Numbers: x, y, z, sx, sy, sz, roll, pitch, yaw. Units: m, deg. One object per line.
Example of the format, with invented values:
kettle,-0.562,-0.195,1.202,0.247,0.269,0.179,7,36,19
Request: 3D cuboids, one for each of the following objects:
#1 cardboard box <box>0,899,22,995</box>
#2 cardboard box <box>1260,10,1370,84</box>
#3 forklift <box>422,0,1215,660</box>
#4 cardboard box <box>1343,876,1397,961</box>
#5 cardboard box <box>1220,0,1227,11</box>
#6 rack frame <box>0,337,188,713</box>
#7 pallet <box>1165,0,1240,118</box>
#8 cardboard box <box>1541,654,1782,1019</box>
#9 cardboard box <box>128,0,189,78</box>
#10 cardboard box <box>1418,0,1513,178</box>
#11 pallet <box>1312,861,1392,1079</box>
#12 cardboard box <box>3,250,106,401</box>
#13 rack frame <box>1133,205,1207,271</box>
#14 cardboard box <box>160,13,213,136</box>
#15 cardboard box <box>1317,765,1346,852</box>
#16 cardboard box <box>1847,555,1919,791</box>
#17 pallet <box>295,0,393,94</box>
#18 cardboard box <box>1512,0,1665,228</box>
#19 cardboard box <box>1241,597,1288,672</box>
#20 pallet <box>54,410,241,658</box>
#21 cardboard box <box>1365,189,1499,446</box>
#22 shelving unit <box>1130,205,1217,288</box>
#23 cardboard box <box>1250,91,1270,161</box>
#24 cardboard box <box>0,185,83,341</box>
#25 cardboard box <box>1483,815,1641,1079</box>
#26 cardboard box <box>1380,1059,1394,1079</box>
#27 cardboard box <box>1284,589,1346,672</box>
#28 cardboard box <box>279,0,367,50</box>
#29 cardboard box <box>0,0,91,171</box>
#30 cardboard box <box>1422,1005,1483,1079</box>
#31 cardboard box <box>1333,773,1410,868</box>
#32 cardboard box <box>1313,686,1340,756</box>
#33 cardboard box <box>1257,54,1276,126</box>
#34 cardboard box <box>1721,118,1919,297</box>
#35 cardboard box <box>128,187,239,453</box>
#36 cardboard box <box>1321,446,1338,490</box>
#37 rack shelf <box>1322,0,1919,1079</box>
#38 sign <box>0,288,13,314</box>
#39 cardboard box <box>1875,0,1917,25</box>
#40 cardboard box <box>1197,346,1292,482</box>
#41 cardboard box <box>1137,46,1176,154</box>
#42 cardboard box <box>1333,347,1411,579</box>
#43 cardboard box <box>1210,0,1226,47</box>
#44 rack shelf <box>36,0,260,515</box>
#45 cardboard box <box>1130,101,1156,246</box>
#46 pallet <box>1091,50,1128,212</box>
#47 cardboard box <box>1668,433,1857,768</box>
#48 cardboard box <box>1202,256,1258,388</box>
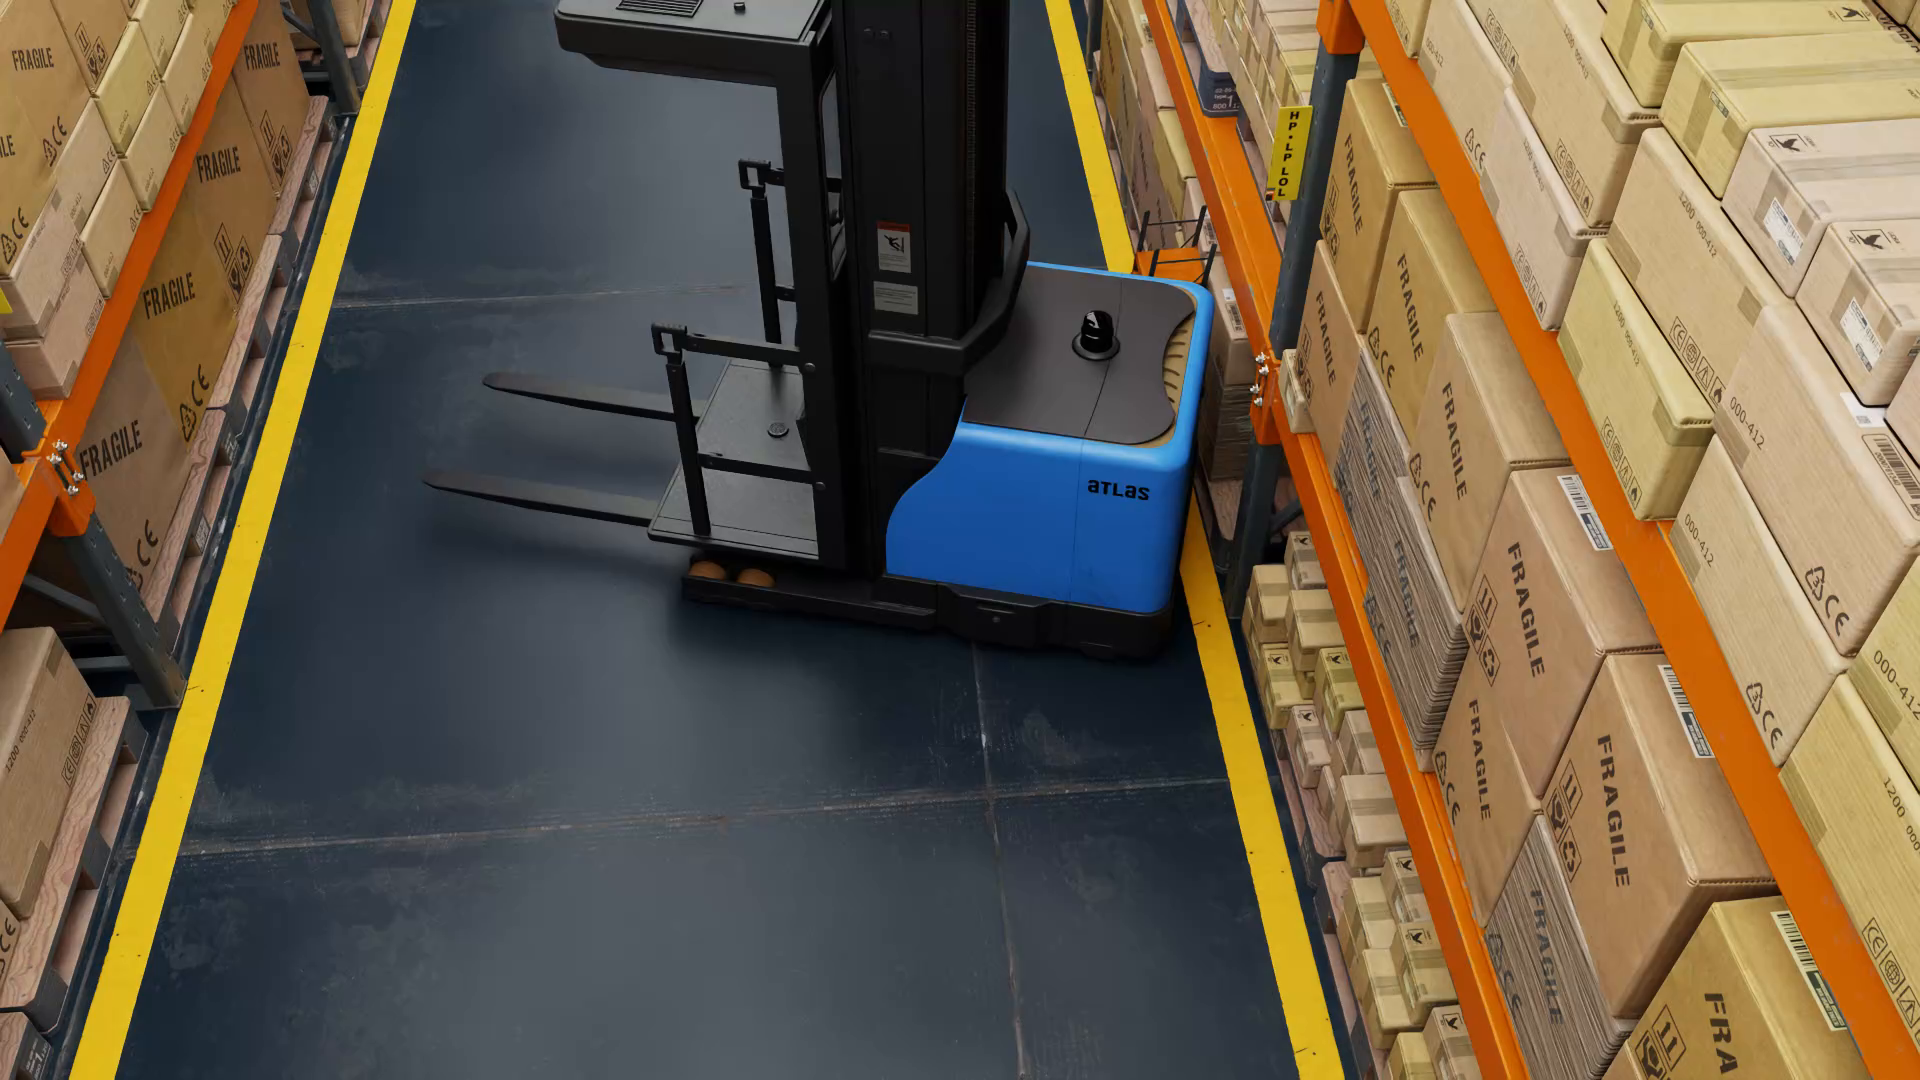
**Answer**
cardboard box,-3.367,1.427,4.808,0.875,0.438,0.875,-5,47,-4
cardboard box,1.265,-1.715,5.782,0.380,0.149,0.250,-5,47,-5
forklift,-0.611,-1.102,5.775,3.031,2.935,1.130,9,47,8
cardboard box,1.392,1.157,5.057,0.380,0.149,0.250,-4,47,-4
cardboard box,1.192,-2.182,6.429,0.380,0.149,0.250,-3,47,-3
rack frame,-3.388,-0.418,5.080,1.000,3.000,0.127,-3,47,-3
pallet,1.408,-2.190,6.891,1.003,0.211,1.213,-3,47,-3
cardboard box,1.490,0.563,3.188,0.500,0.500,0.500,-1,47,-1
cardboard box,-3.276,-1.982,6.320,0.500,0.250,0.500,-5,47,-4
cardboard box,1.363,-1.059,3.725,0.500,0.250,0.500,-4,47,-4
pallet,1.733,1.535,5.151,1.003,0.211,1.213,-3,47,-3
cardboard box,-3.162,-0.701,5.451,0.500,0.250,0.500,-4,47,-4
rack frame,0.793,-0.967,6.799,0.240,1.200,0.006,-6,62,-6
cardboard box,-3.267,-1.809,6.501,0.500,0.250,0.500,-4,47,-4
cardboard box,1.412,0.877,5.528,0.380,0.149,0.250,-4,47,-4
cardboard box,1.535,0.262,2.129,0.500,0.250,0.500,-5,47,-4
pallet,-3.787,-2.919,9.369,1.003,0.211,1.213,-3,47,-3
cardboard box,1.402,-0.856,3.187,0.500,0.250,0.500,-3,47,-3
cardboard box,1.246,0.327,6.049,0.380,0.149,0.250,-5,47,-5
pallet,-3.528,-0.013,6.617,1.003,0.211,1.213,-3,47,-3
cardboard box,1.389,-0.557,4.249,0.500,0.500,0.500,-5,47,-4
shelving unit,0.805,-0.887,6.757,0.258,1.200,0.189,-6,62,-6
cardboard box,1.264,-1.494,5.983,0.380,0.149,0.250,-4,47,-3
cardboard box,-3.144,-0.874,5.271,0.500,0.250,0.500,-5,47,-4
cardboard box,1.487,0.917,3.542,0.500,0.500,0.500,-3,47,-3
cardboard box,1.440,1.636,4.809,0.380,0.149,0.250,-3,47,-3
cardboard box,1.322,0.304,5.661,0.380,0.149,0.250,-1,47,-1
cardboard box,-3.760,-2.962,9.010,0.950,0.372,0.625,-6,47,-6
cardboard box,-3.209,-1.499,5.346,0.500,0.500,0.500,-4,47,-4
cardboard box,1.514,1.421,4.603,0.380,0.149,0.250,-5,47,-5
cardboard box,1.377,0.860,5.134,0.380,0.149,0.250,-3,47,-2
cardboard box,1.414,0.575,5.609,0.380,0.149,0.250,-4,47,-4
cardboard box,1.265,-1.599,5.877,0.380,0.149,0.250,-2,47,-2
cardboard box,1.443,-0.524,2.599,0.380,0.149,0.250,-5,47,-4
cardboard box,-3.603,-0.929,6.738,0.875,0.875,0.875,-2,47,-2
cardboard box,1.329,-0.299,5.140,0.380,0.149,0.250,-2,47,-2
rack shelf,1.703,-0.129,3.236,1.077,0.370,4.000,-3,47,-3
sign,-2.835,-0.778,4.770,0.100,0.325,0.005,-3,47,-3
cardboard box,1.930,-1.118,3.161,0.380,0.149,0.250,-5,47,-5
cardboard box,1.223,-0.597,6.682,0.500,0.500,0.500,-4,47,-4
cardboard box,1.089,-1.990,7.484,0.500,0.250,0.500,-3,47,-3
cardboard box,1.375,-0.198,4.597,0.500,0.500,0.500,-3,47,-3
cardboard box,1.193,-2.068,6.526,0.380,0.149,0.250,-2,47,-2
rack shelf,-3.556,-1.618,6.712,1.077,0.370,4.000,-3,47,-3
cardboard box,1.099,-1.709,7.735,0.500,0.500,0.500,-5,47,-4
pallet,1.265,-2.162,8.652,1.003,0.211,1.213,-3,47,-3
cardboard box,1.491,0.081,2.645,0.500,0.250,0.500,-2,47,-2
cardboard box,1.222,-0.858,6.413,0.500,0.250,0.500,-5,47,-4
